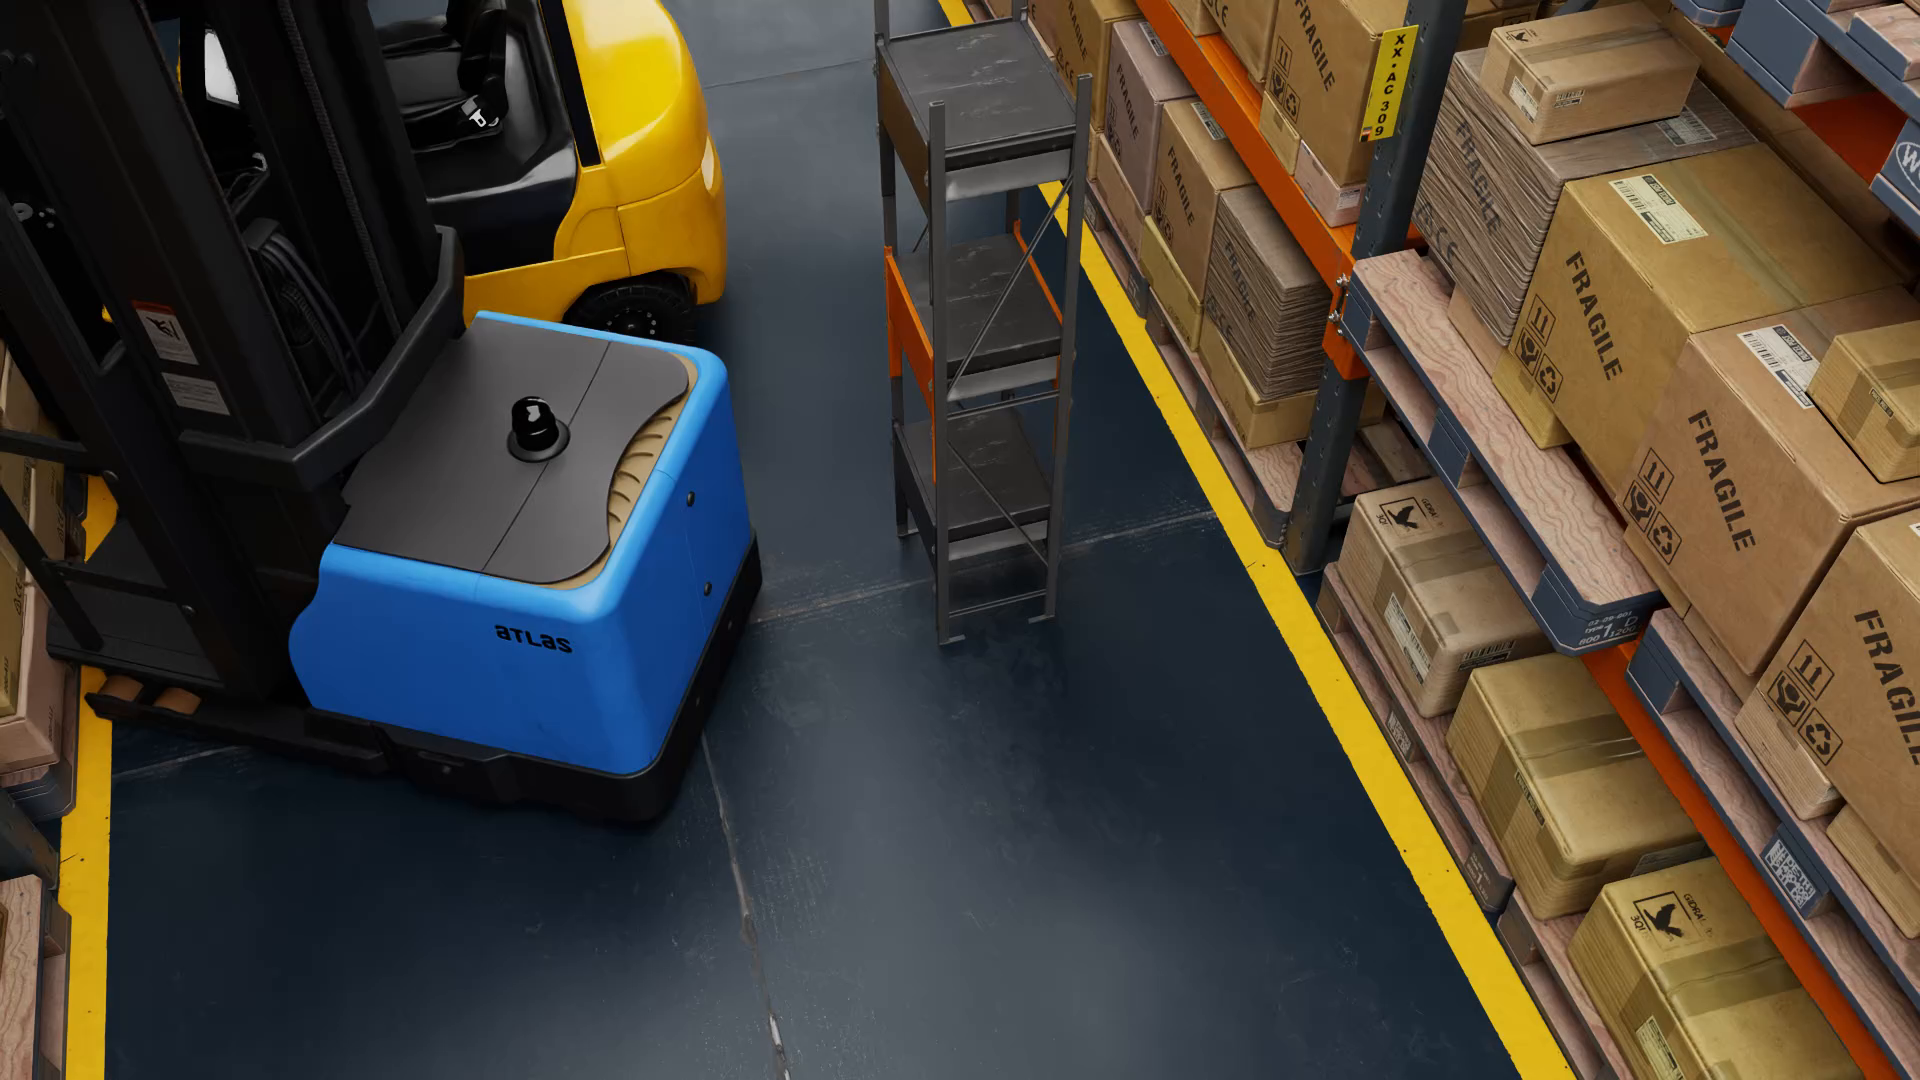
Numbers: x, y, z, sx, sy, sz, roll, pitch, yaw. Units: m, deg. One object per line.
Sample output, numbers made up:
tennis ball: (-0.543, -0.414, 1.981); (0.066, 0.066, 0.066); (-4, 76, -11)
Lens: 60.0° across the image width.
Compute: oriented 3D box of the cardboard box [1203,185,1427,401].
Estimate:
cardboard box: (1.166, -0.857, 5.544); (0.500, 0.500, 0.500); (-14, 51, -11)

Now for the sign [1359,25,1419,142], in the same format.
sign: (1.081, -1.146, 4.188); (0.100, 0.325, 0.005); (-13, 51, -11)

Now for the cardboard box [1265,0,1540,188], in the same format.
cardboard box: (1.228, -1.391, 4.701); (0.500, 0.500, 0.500); (-14, 51, -12)

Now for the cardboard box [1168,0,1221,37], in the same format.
cardboard box: (0.908, -1.821, 5.488); (0.380, 0.149, 0.250); (-14, 51, -12)

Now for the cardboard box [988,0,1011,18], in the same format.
cardboard box: (0.389, -2.514, 7.431); (0.500, 0.250, 0.500); (-14, 51, -11)

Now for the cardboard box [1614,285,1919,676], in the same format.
cardboard box: (1.744, -0.121, 3.356); (0.500, 0.500, 0.500); (-14, 51, -11)

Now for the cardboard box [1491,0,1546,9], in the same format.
cardboard box: (1.674, -1.816, 4.405); (0.700, 0.500, 0.500); (-14, 51, -11)

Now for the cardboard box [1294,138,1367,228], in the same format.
cardboard box: (1.211, -1.080, 4.863); (0.380, 0.149, 0.250); (-14, 51, -11)

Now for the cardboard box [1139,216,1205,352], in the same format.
cardboard box: (0.999, -1.002, 6.156); (0.500, 0.250, 0.500); (-15, 51, -12)

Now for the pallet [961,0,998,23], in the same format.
pallet: (0.643, -2.361, 7.602); (1.003, 0.211, 1.213); (-13, 51, -11)

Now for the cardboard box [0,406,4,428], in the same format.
cardboard box: (-3.128, -0.241, 4.861); (0.500, 0.250, 0.500); (-13, 51, -11)

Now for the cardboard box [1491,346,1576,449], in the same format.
cardboard box: (1.524, -0.390, 4.006); (0.380, 0.149, 0.250); (-12, 51, -10)

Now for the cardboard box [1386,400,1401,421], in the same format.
cardboard box: (1.681, -0.736, 5.932); (0.500, 0.250, 0.500); (-15, 52, -13)

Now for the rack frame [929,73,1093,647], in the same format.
rack frame: (0.121, -0.378, 4.695); (0.400, 2.100, 0.015); (-13, 51, -11)

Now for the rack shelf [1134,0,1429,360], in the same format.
rack shelf: (1.006, -2.224, 6.133); (1.077, 0.370, 4.000); (-13, 51, -11)

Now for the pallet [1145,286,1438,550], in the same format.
pallet: (1.365, -0.579, 6.100); (1.003, 0.211, 1.213); (-13, 51, -11)

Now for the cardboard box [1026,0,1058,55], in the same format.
cardboard box: (0.555, -2.357, 6.809); (0.500, 0.500, 0.500); (-15, 52, -12)

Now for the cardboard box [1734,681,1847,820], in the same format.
cardboard box: (1.818, 0.384, 3.354); (0.380, 0.149, 0.250); (-12, 51, -10)

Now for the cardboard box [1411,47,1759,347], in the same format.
cardboard box: (1.462, -0.851, 3.971); (0.500, 0.500, 0.500); (-12, 51, -10)

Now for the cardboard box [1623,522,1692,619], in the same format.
cardboard box: (1.717, -0.003, 3.680); (0.380, 0.149, 0.250); (-13, 51, -10)

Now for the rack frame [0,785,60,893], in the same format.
rack frame: (-3.143, 0.130, 3.678); (1.000, 3.000, 0.127); (-13, 51, -11)

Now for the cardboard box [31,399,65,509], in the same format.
cardboard box: (-3.302, -0.286, 5.553); (0.500, 0.250, 0.500); (-13, 51, -10)

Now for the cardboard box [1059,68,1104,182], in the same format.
cardboard box: (0.706, -1.744, 6.782); (0.500, 0.250, 0.500); (-10, 51, -9)

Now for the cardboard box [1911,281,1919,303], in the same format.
cardboard box: (2.248, -0.233, 3.450); (0.500, 0.500, 0.500); (-12, 51, -10)

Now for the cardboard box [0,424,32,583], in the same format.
cardboard box: (-3.142, -0.071, 5.044); (0.500, 0.250, 0.500); (-14, 51, -11)

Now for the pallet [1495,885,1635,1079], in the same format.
pallet: (2.194, 1.365, 4.461); (1.003, 0.211, 1.213); (-13, 51, -11)

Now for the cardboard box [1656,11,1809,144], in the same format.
cardboard box: (1.953, -0.973, 4.074); (0.500, 0.500, 0.500); (-14, 51, -12)

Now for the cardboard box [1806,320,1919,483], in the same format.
cardboard box: (1.818, -0.274, 3.060); (0.380, 0.149, 0.250); (-11, 51, -9)

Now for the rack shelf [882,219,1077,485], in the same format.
rack shelf: (0.049, -0.547, 4.856); (0.431, 0.518, 0.480); (-13, 51, -11)

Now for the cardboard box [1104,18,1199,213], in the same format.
cardboard box: (0.862, -1.601, 6.171); (0.500, 0.500, 0.500); (-11, 51, -9)

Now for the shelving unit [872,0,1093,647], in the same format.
shelving unit: (0.049, -0.556, 4.845); (0.431, 2.100, 0.503); (-13, 51, -11)

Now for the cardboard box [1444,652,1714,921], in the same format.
cardboard box: (1.971, 0.624, 4.706); (0.950, 0.372, 0.625); (-10, 51, -9)

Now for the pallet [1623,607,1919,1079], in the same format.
pallet: (2.156, 0.552, 3.448); (1.003, 0.211, 1.213); (-13, 51, -11)

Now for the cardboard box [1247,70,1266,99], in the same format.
cardboard box: (1.128, -1.468, 5.190); (0.380, 0.149, 0.250); (-13, 51, -11)

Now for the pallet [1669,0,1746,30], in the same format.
pallet: (1.678, -1.426, 3.151); (1.213, 0.211, 1.003); (-13, 51, -11)

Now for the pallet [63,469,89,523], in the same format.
pallet: (-3.703, -0.454, 5.995); (1.003, 0.211, 1.213); (-13, 51, -11)

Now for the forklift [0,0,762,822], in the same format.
forklift: (-2.233, -0.710, 4.432); (3.031, 2.935, 1.130); (11, 51, 9)

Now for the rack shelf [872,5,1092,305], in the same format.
rack shelf: (0.049, -0.998, 4.321); (0.431, 0.518, 0.480); (-13, 51, -11)

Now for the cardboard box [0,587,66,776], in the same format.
cardboard box: (-2.970, 0.453, 4.930); (0.500, 0.250, 0.500); (-13, 51, -11)
